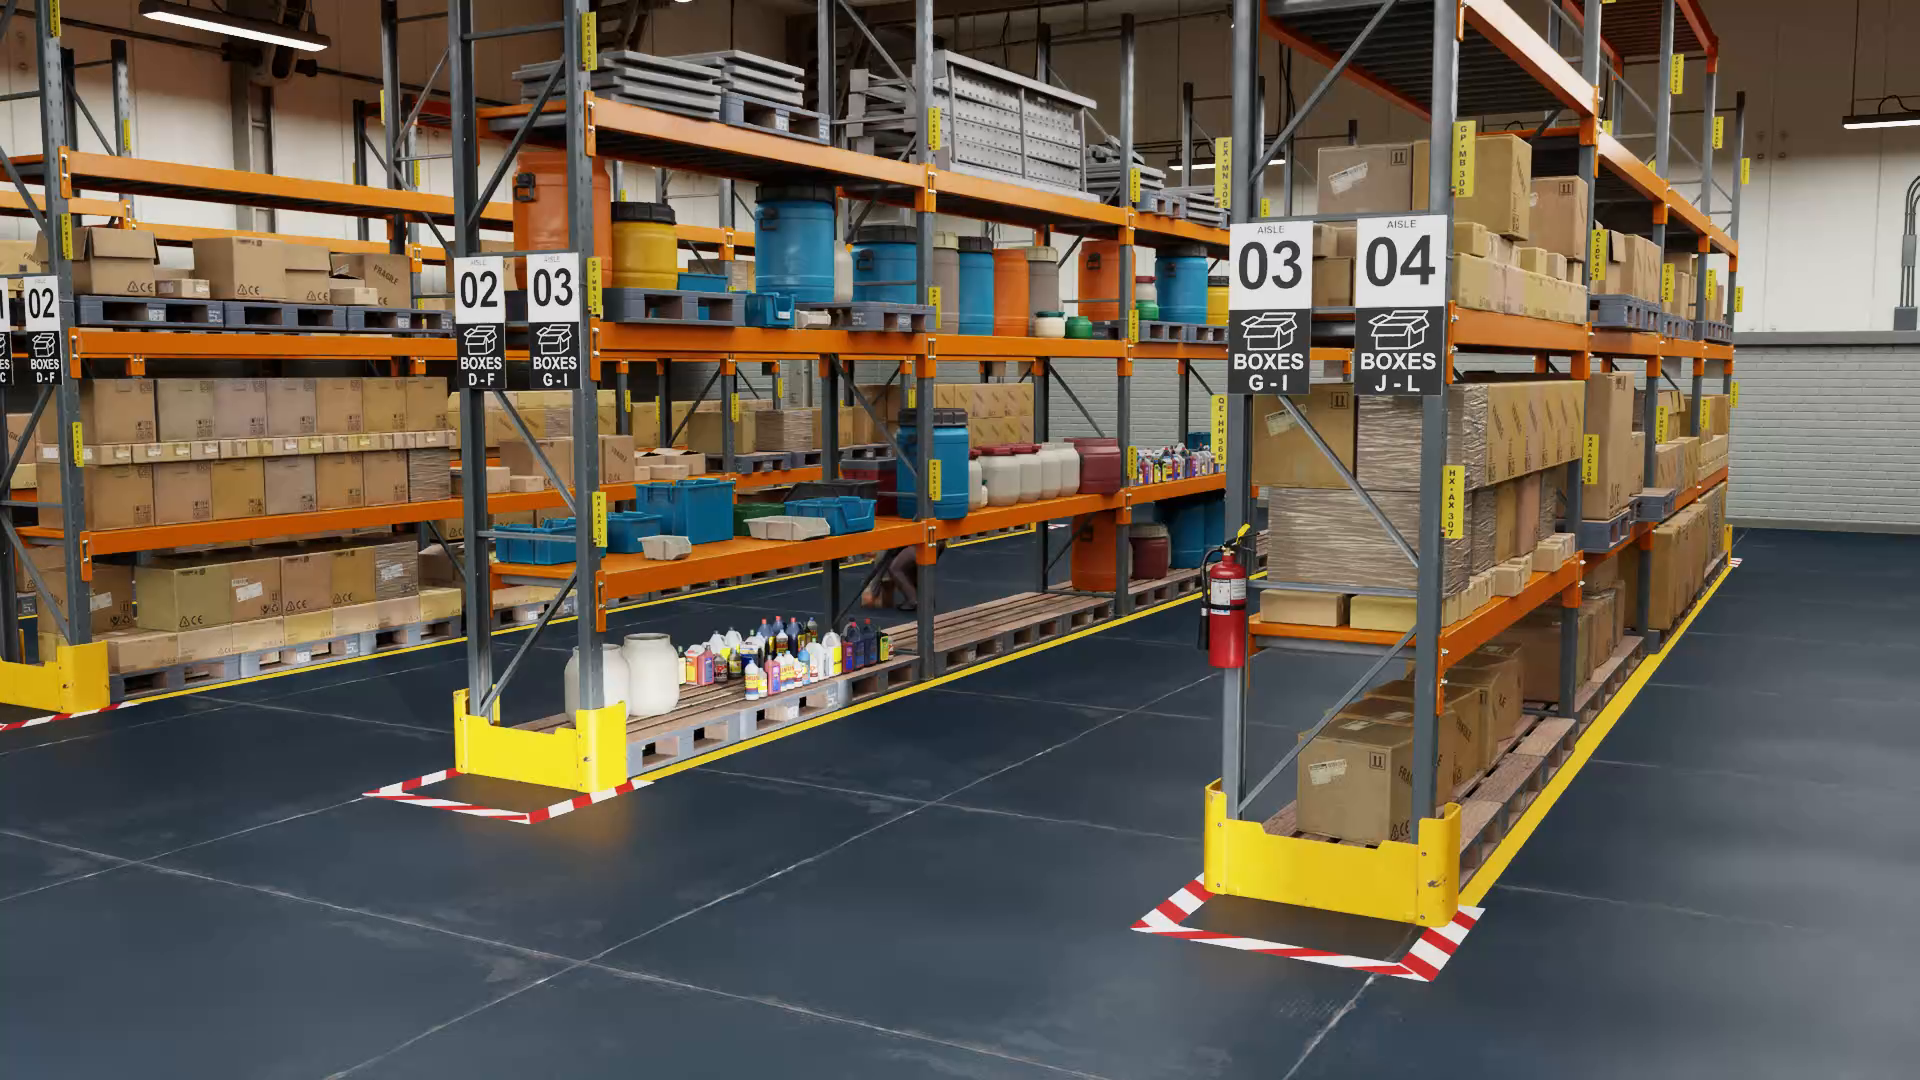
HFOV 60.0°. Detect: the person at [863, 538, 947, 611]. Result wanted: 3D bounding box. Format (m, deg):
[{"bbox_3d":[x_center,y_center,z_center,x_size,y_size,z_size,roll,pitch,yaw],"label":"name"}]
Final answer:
[{"bbox_3d":[-0.608,0.250,17.595,0.945,0.946,0.515,3,7,26],"label":"person"}]
